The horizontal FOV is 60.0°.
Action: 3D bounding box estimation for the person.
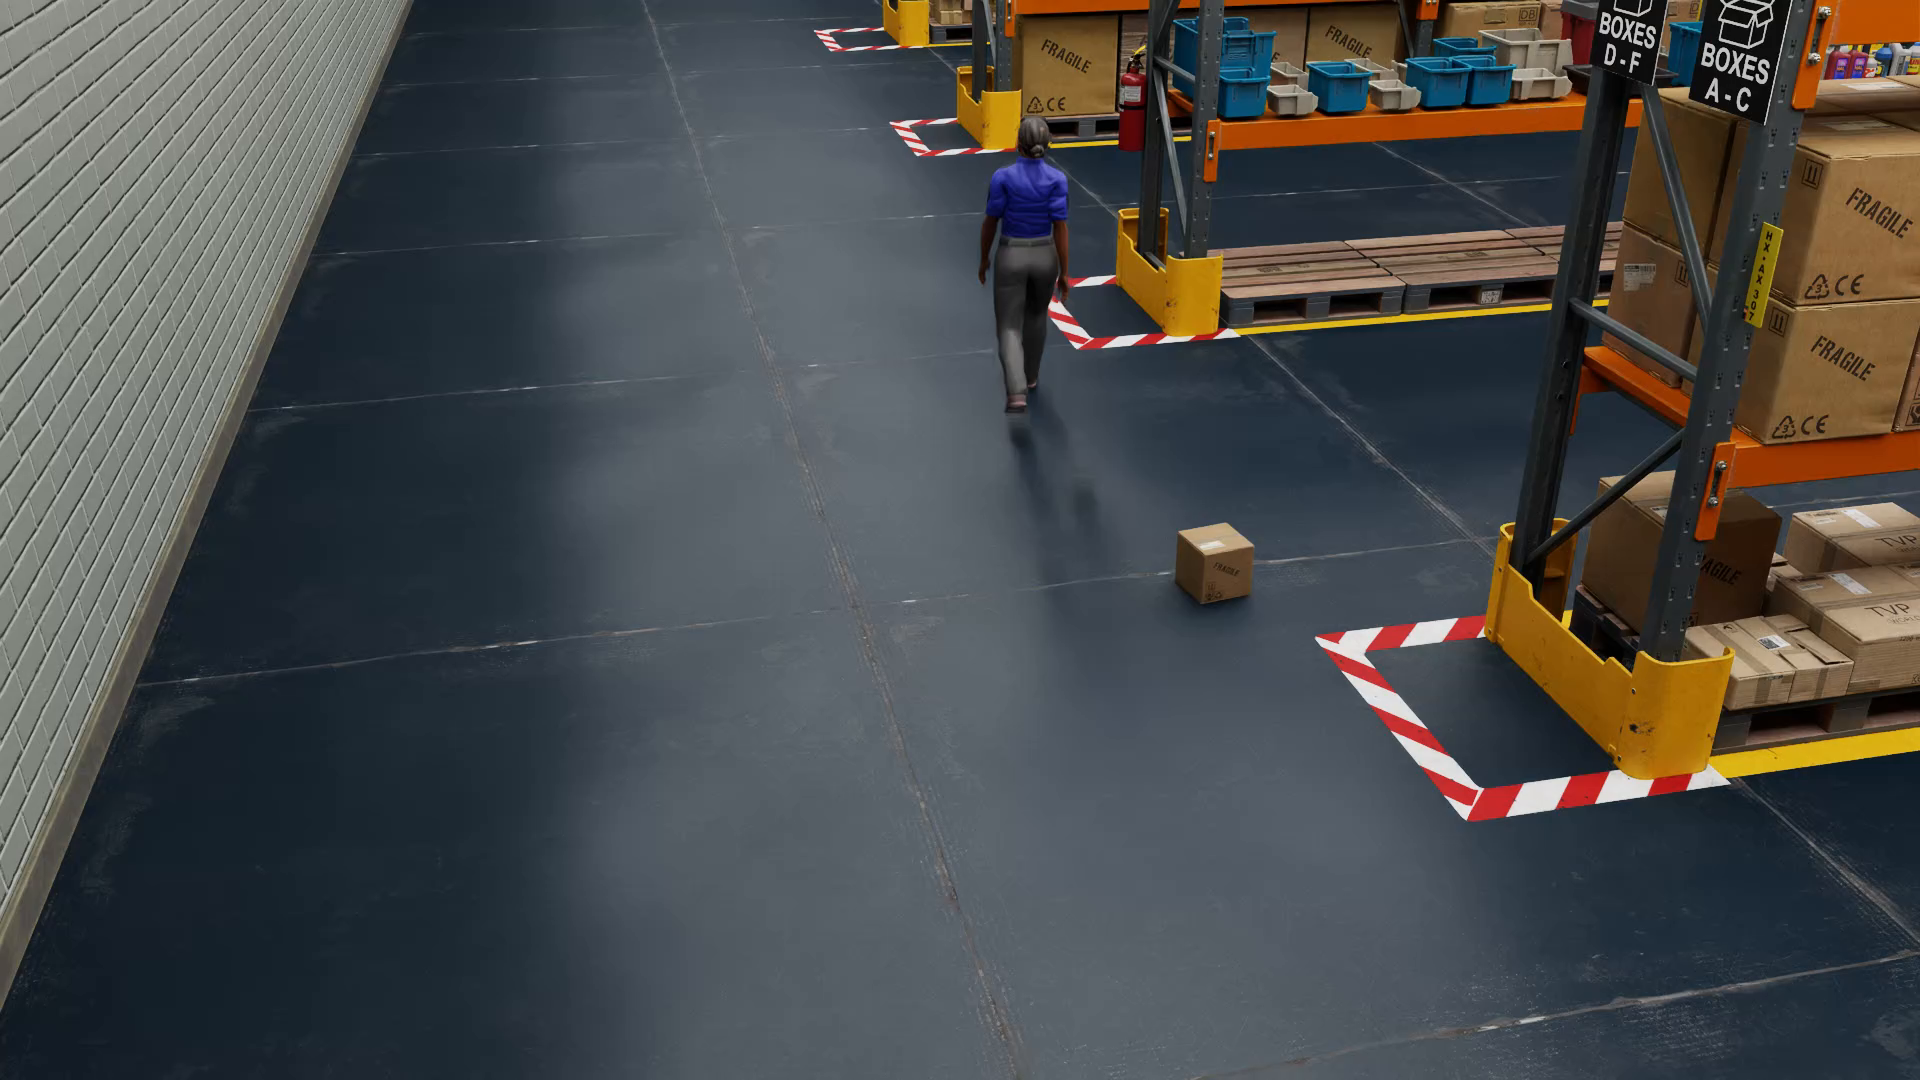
[{"bbox_3d":[0.349,-1.505,9.080,0.463,1.609,0.950,-3,27,-6],"label":"person"}]
